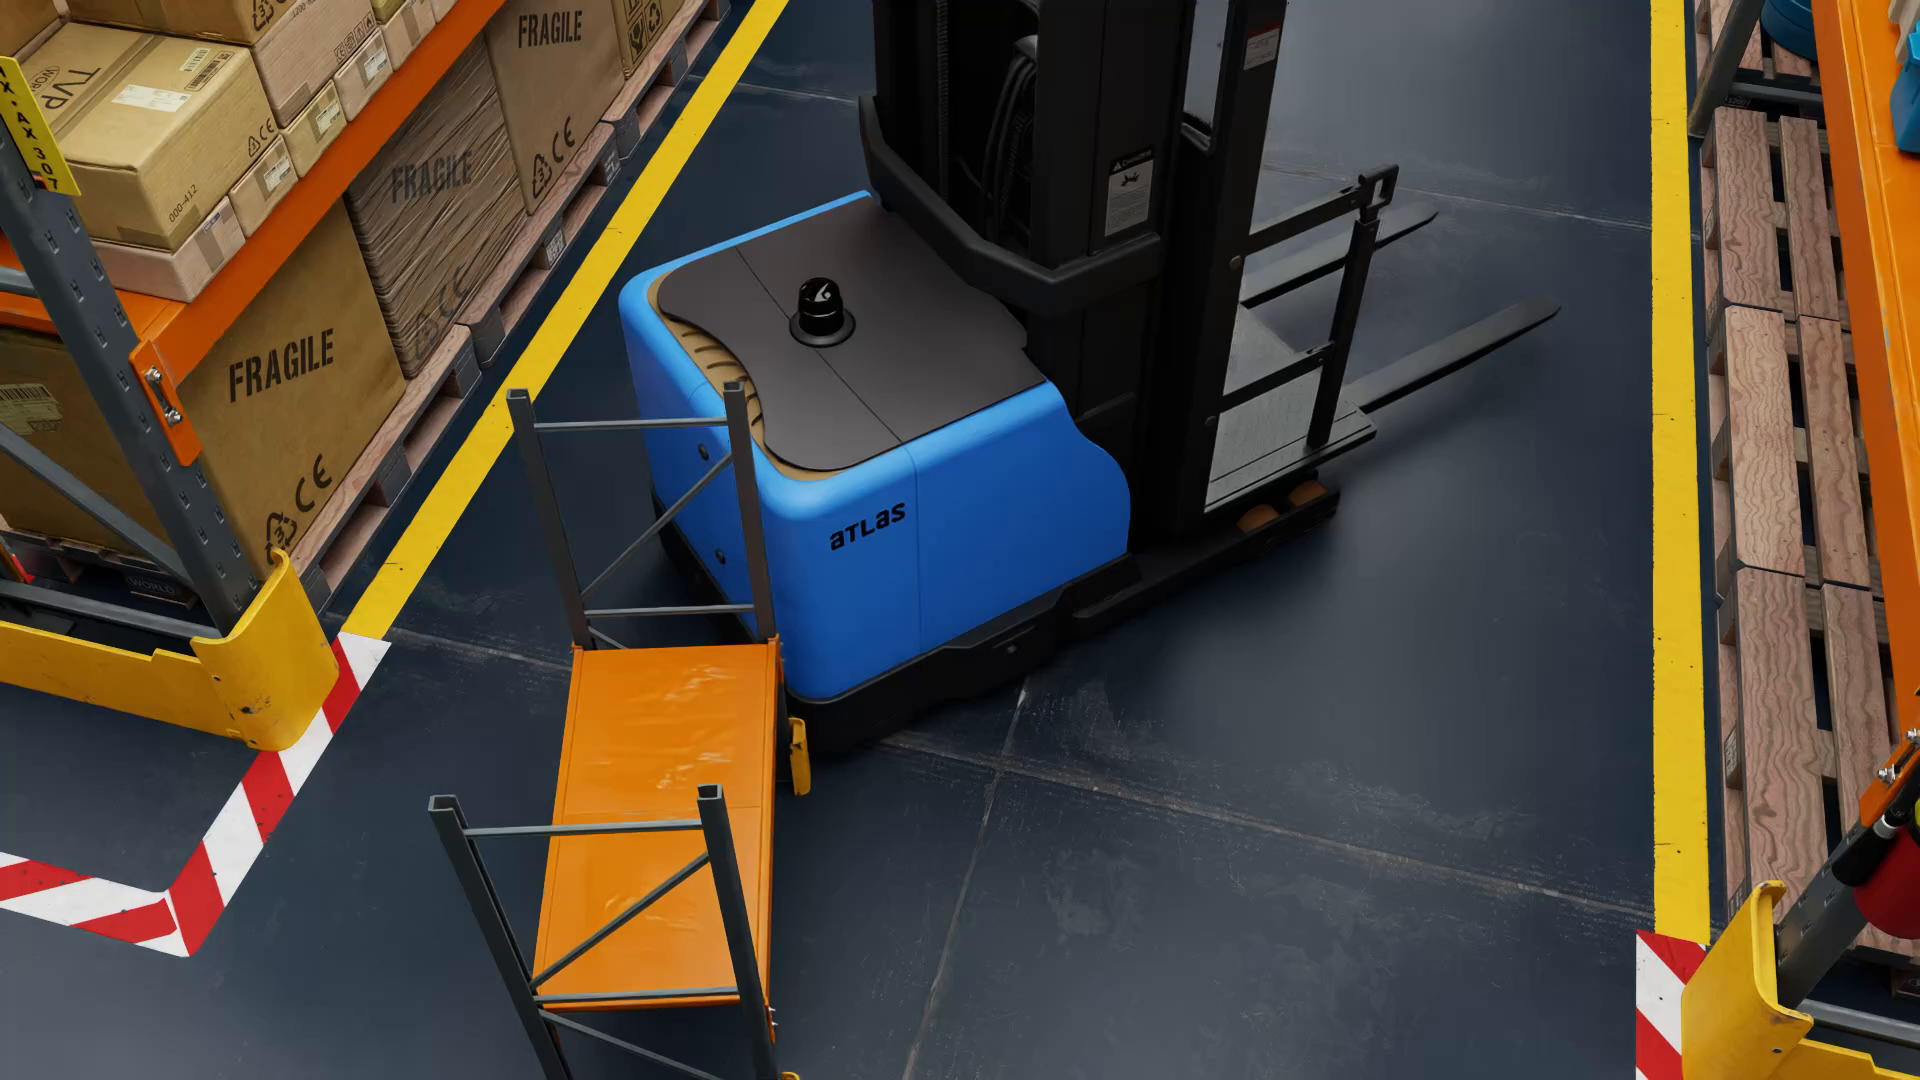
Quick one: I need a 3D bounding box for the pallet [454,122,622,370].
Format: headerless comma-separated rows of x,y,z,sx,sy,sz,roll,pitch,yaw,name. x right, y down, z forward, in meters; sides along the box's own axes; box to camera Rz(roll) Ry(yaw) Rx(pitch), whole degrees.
-1.957,-1.187,6.157,1.003,0.211,1.213,12,50,10,pallet

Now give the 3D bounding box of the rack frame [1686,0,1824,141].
3.416,-2.552,5.502,1.000,3.000,0.127,12,50,10,rack frame

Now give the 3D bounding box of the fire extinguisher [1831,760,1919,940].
1.885,0.510,3.100,0.296,0.674,0.183,12,50,10,fire extinguisher

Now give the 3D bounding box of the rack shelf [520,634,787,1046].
-0.686,0.677,3.892,0.538,0.185,1.000,-2,49,-2,rack shelf

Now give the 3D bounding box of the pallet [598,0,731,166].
-1.638,-2.072,6.938,1.003,0.211,1.213,12,50,10,pallet

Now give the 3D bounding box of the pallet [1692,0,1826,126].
3.659,-2.179,7.032,1.003,0.211,1.213,12,50,10,pallet

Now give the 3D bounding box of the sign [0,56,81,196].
-1.881,-0.835,3.356,0.100,0.325,0.005,12,50,10,sign

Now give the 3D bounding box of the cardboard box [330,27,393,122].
-1.803,-1.304,4.568,0.380,0.149,0.250,11,49,9,cardboard box

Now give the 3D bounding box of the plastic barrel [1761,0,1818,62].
3.576,-2.387,6.475,0.600,0.901,0.708,12,50,10,plastic barrel

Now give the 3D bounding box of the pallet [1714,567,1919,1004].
2.618,0.675,4.513,1.003,0.211,1.213,12,50,10,pallet

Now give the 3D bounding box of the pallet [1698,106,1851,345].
3.260,-1.090,6.071,1.003,0.211,1.213,12,50,10,pallet

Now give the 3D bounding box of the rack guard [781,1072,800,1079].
-0.661,1.351,3.891,0.587,0.250,0.087,-2,49,-2,rack guard

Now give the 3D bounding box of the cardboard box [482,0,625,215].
-1.850,-1.853,6.021,0.875,0.875,0.875,12,50,10,cardboard box

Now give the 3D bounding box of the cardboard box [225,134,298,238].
-1.937,-0.930,4.238,0.380,0.149,0.250,11,49,9,cardboard box

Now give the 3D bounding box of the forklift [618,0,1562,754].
0.593,-1.231,4.382,3.031,2.935,1.130,-25,53,-21,forklift

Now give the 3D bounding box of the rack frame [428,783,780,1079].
-0.661,0.938,3.421,0.500,1.500,0.032,-2,49,-2,rack frame

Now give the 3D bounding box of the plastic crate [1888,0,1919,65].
2.836,-1.464,4.581,0.437,0.282,0.530,12,50,10,plastic crate

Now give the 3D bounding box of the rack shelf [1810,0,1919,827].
2.890,-0.867,4.495,1.077,0.370,4.000,12,50,10,rack shelf

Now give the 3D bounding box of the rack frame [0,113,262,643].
-2.415,-0.636,3.811,1.000,3.000,0.127,12,50,10,rack frame

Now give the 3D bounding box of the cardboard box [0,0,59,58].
-2.540,-1.337,3.831,0.500,0.500,0.500,12,50,10,cardboard box

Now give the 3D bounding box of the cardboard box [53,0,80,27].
-2.409,-1.454,4.435,0.500,0.250,0.500,11,49,9,cardboard box

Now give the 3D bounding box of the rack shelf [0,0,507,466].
-1.889,-1.845,5.357,1.077,0.370,4.000,12,50,10,rack shelf

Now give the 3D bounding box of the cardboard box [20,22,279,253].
-2.028,-0.979,4.015,0.500,0.250,0.500,10,49,9,cardboard box

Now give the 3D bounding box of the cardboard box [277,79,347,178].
-1.870,-1.116,4.402,0.380,0.149,0.250,11,49,9,cardboard box

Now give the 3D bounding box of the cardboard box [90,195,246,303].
-2.003,-0.745,4.074,0.380,0.149,0.250,12,50,10,cardboard box

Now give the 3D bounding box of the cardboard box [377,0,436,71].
-1.735,-1.488,4.730,0.380,0.149,0.250,11,49,9,cardboard box

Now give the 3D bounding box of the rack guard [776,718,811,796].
-0.710,0.605,4.549,0.587,0.250,0.087,-2,49,-2,rack guard

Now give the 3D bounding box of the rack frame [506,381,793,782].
-0.711,0.177,4.093,0.500,1.500,0.032,-2,49,-2,rack frame

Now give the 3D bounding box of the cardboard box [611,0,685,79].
-1.613,-2.504,6.596,0.875,0.875,0.875,12,50,10,cardboard box

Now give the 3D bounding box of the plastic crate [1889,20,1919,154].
2.656,-1.159,4.344,0.416,0.233,0.300,12,50,10,plastic crate

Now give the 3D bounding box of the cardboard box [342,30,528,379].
-2.084,-1.209,5.453,0.875,0.875,0.875,12,50,10,cardboard box

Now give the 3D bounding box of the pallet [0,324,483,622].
-2.280,-0.307,5.380,1.003,0.211,1.213,12,50,10,pallet

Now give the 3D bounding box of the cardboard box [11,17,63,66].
-2.544,-1.088,4.111,0.500,0.250,0.500,11,49,9,cardboard box

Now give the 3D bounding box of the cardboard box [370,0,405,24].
-1.762,-1.719,4.668,0.500,0.250,0.500,10,49,9,cardboard box

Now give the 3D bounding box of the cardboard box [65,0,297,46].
-1.897,-1.588,4.053,0.500,0.500,0.500,10,49,9,cardboard box

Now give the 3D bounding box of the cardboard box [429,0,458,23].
-1.667,-1.675,4.895,0.380,0.149,0.250,11,50,10,cardboard box

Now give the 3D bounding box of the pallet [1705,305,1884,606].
2.941,-0.204,5.290,1.003,0.211,1.213,12,50,10,pallet

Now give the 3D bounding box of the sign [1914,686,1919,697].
1.828,0.191,2.972,0.100,0.325,0.005,12,50,10,sign

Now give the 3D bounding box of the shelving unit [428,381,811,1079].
-0.685,0.565,3.751,0.587,1.500,1.083,-2,49,-2,shelving unit

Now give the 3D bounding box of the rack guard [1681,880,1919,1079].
2.369,1.188,3.868,1.175,0.500,0.348,12,50,10,rack guard

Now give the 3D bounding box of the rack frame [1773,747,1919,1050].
2.363,0.341,2.948,1.000,3.000,0.127,12,50,10,rack frame

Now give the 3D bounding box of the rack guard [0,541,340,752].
-2.421,0.209,4.733,1.175,0.500,0.348,12,50,10,rack guard

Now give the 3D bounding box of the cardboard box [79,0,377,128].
-1.898,-1.356,4.348,0.500,0.250,0.500,11,49,10,cardboard box

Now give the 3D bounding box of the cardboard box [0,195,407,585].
-2.324,-0.551,4.872,0.875,0.875,0.875,12,50,10,cardboard box
